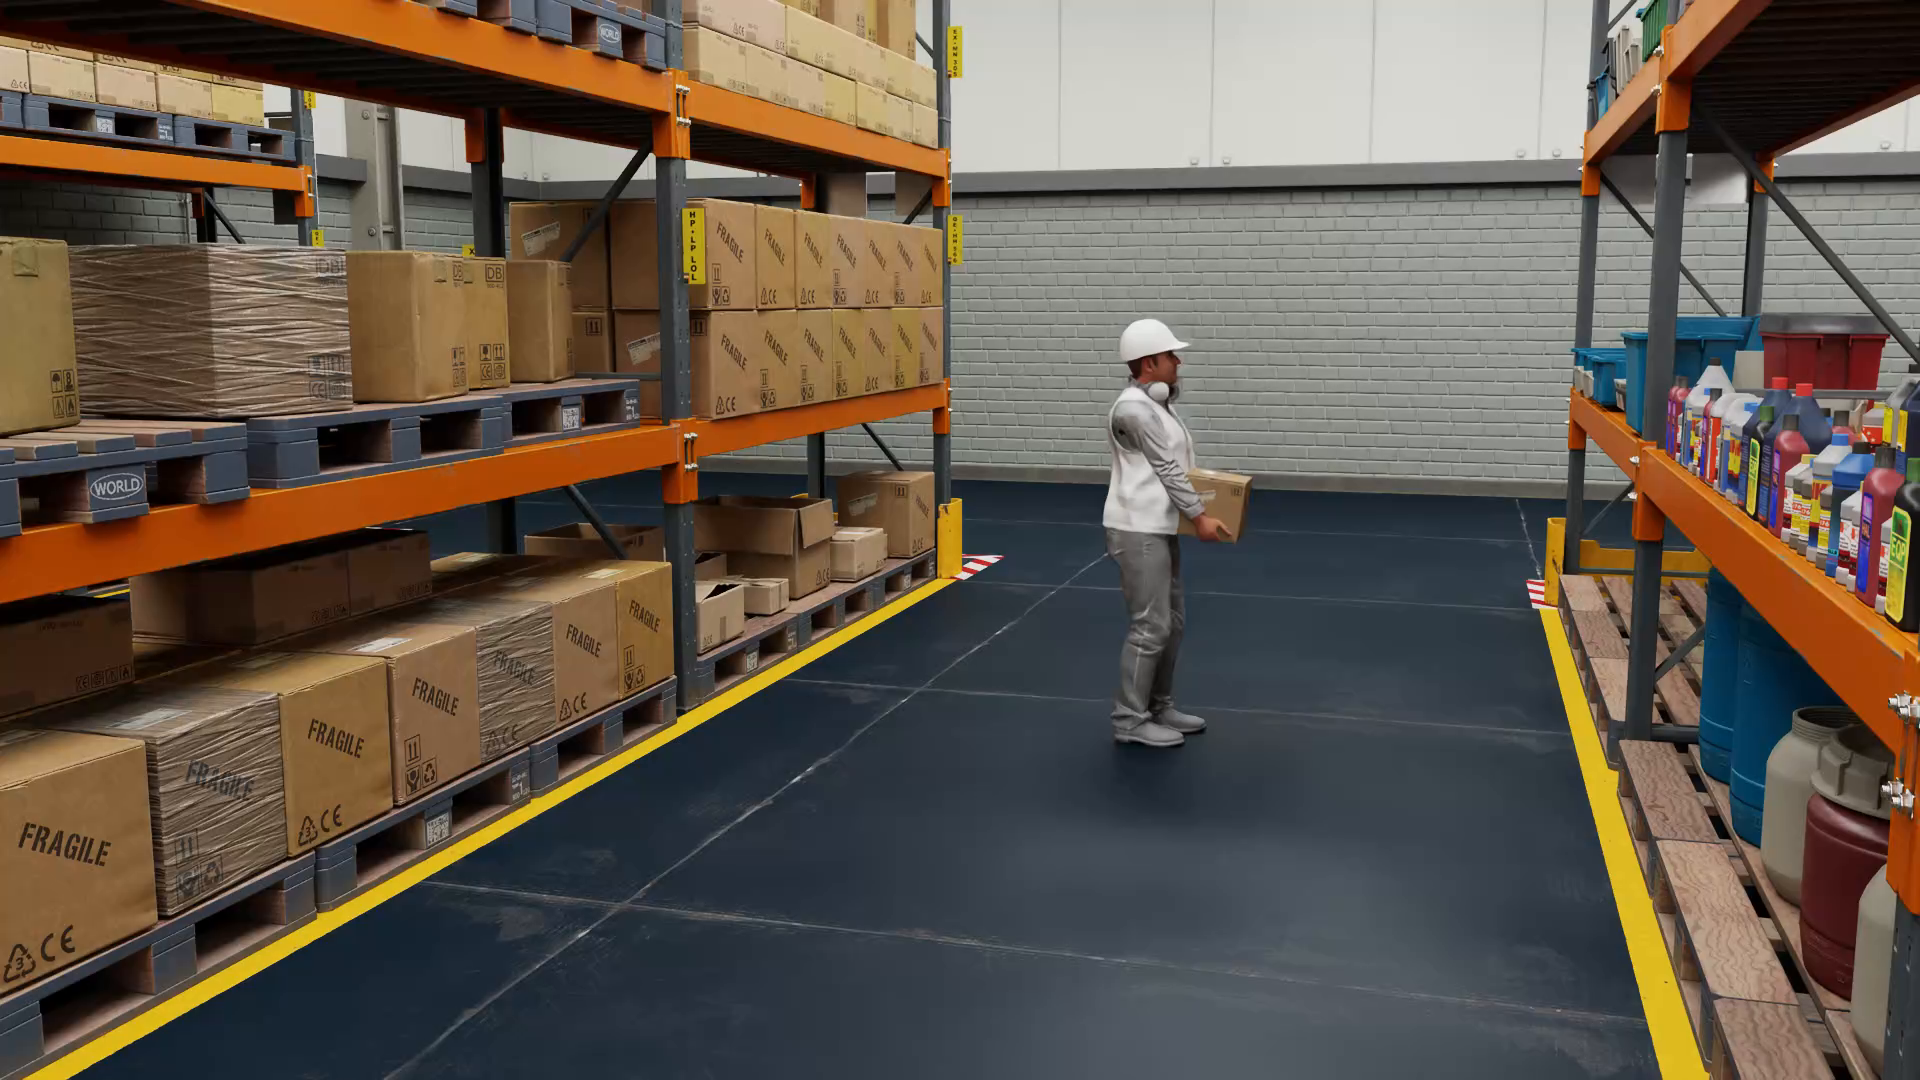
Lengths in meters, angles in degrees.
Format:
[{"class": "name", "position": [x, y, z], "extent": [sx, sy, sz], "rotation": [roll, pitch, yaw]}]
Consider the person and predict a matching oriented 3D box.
[{"class": "person", "position": [0.793, 0.047, 7.034], "extent": [0.363, 1.481, 0.447], "rotation": [2, 9, 16]}]
